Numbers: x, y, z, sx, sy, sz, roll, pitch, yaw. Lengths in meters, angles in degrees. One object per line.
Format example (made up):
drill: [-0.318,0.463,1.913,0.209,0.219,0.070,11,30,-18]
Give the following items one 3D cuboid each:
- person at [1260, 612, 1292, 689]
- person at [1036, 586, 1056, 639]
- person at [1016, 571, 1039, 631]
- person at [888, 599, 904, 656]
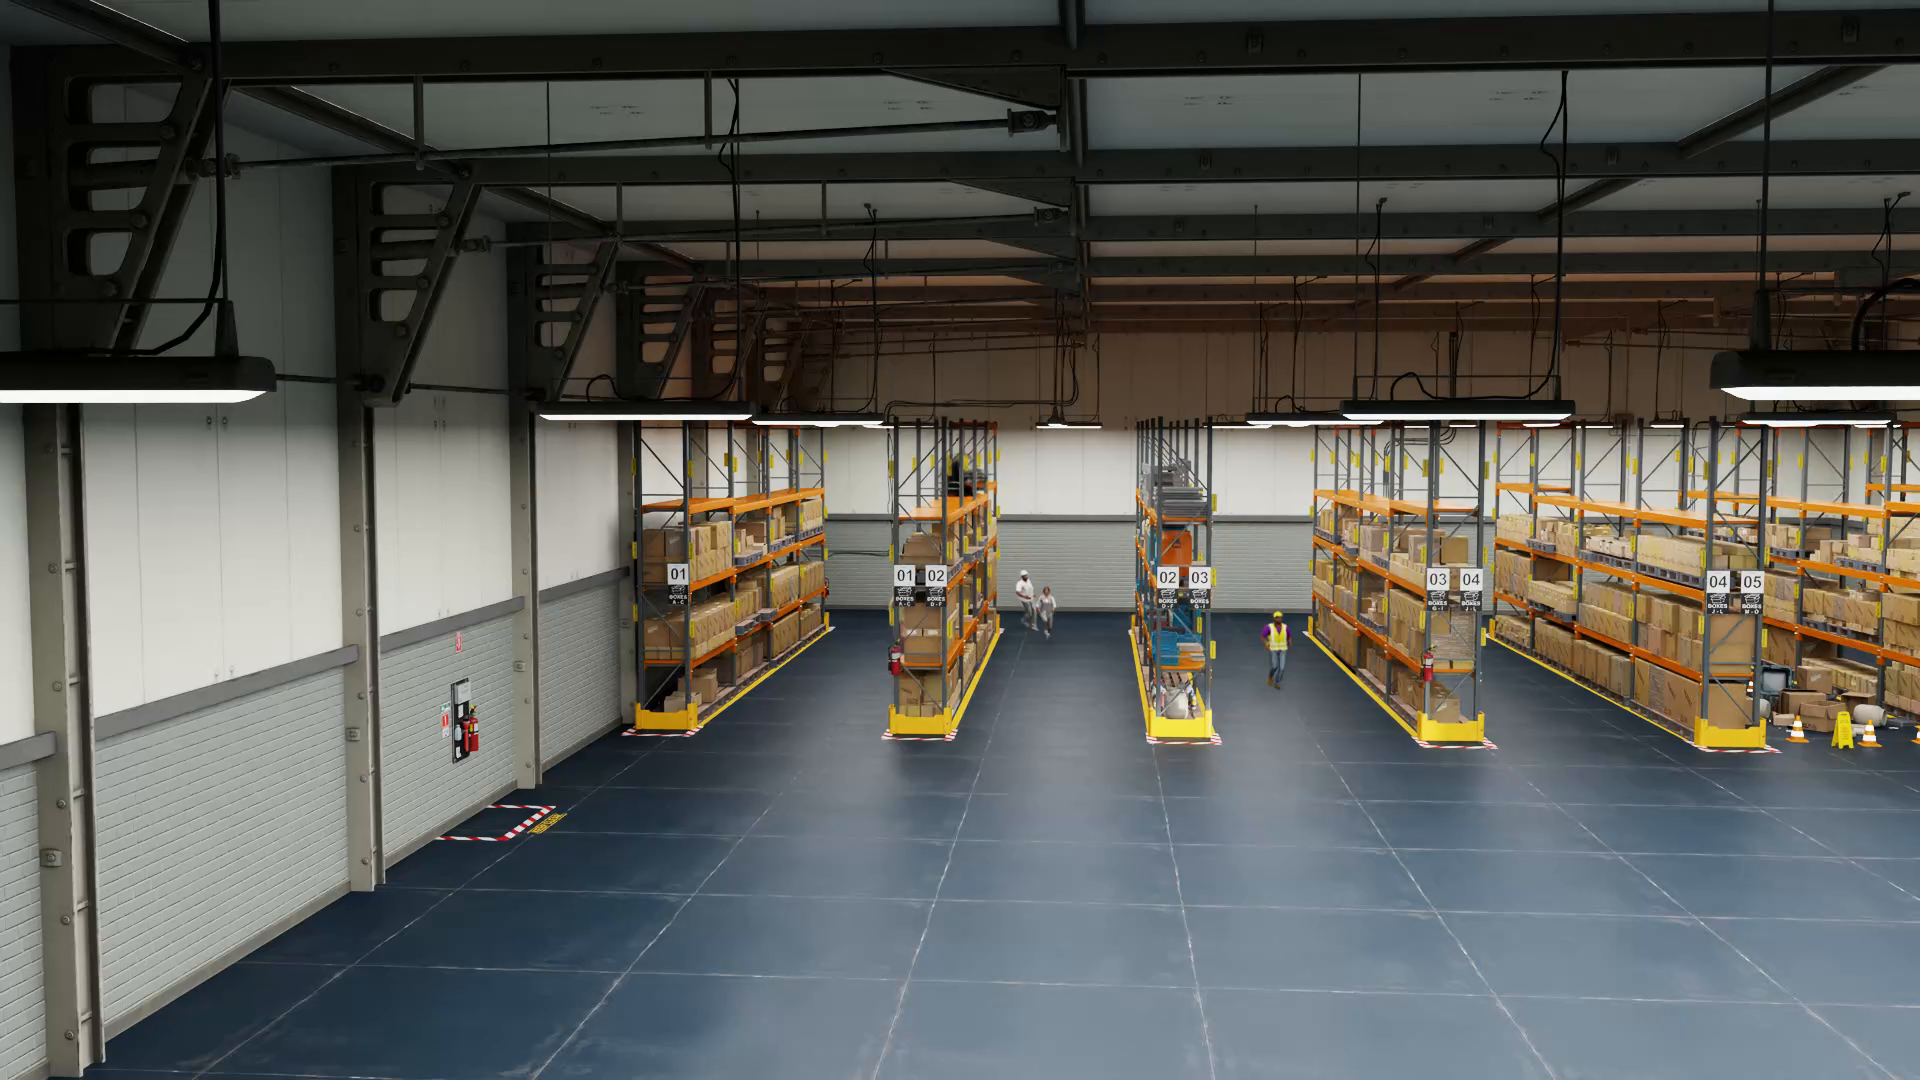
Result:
person: [7.052,2.449,36.900,0.695,1.718,0.593,0,4,-4]
person: [2.314,1.974,44.724,0.541,1.457,0.769,0,4,-2]
person: [1.906,1.744,47.952,0.713,1.742,0.706,-4,5,-44]
person: [-1.464,1.982,40.336,0.578,1.631,0.519,0,4,1]
